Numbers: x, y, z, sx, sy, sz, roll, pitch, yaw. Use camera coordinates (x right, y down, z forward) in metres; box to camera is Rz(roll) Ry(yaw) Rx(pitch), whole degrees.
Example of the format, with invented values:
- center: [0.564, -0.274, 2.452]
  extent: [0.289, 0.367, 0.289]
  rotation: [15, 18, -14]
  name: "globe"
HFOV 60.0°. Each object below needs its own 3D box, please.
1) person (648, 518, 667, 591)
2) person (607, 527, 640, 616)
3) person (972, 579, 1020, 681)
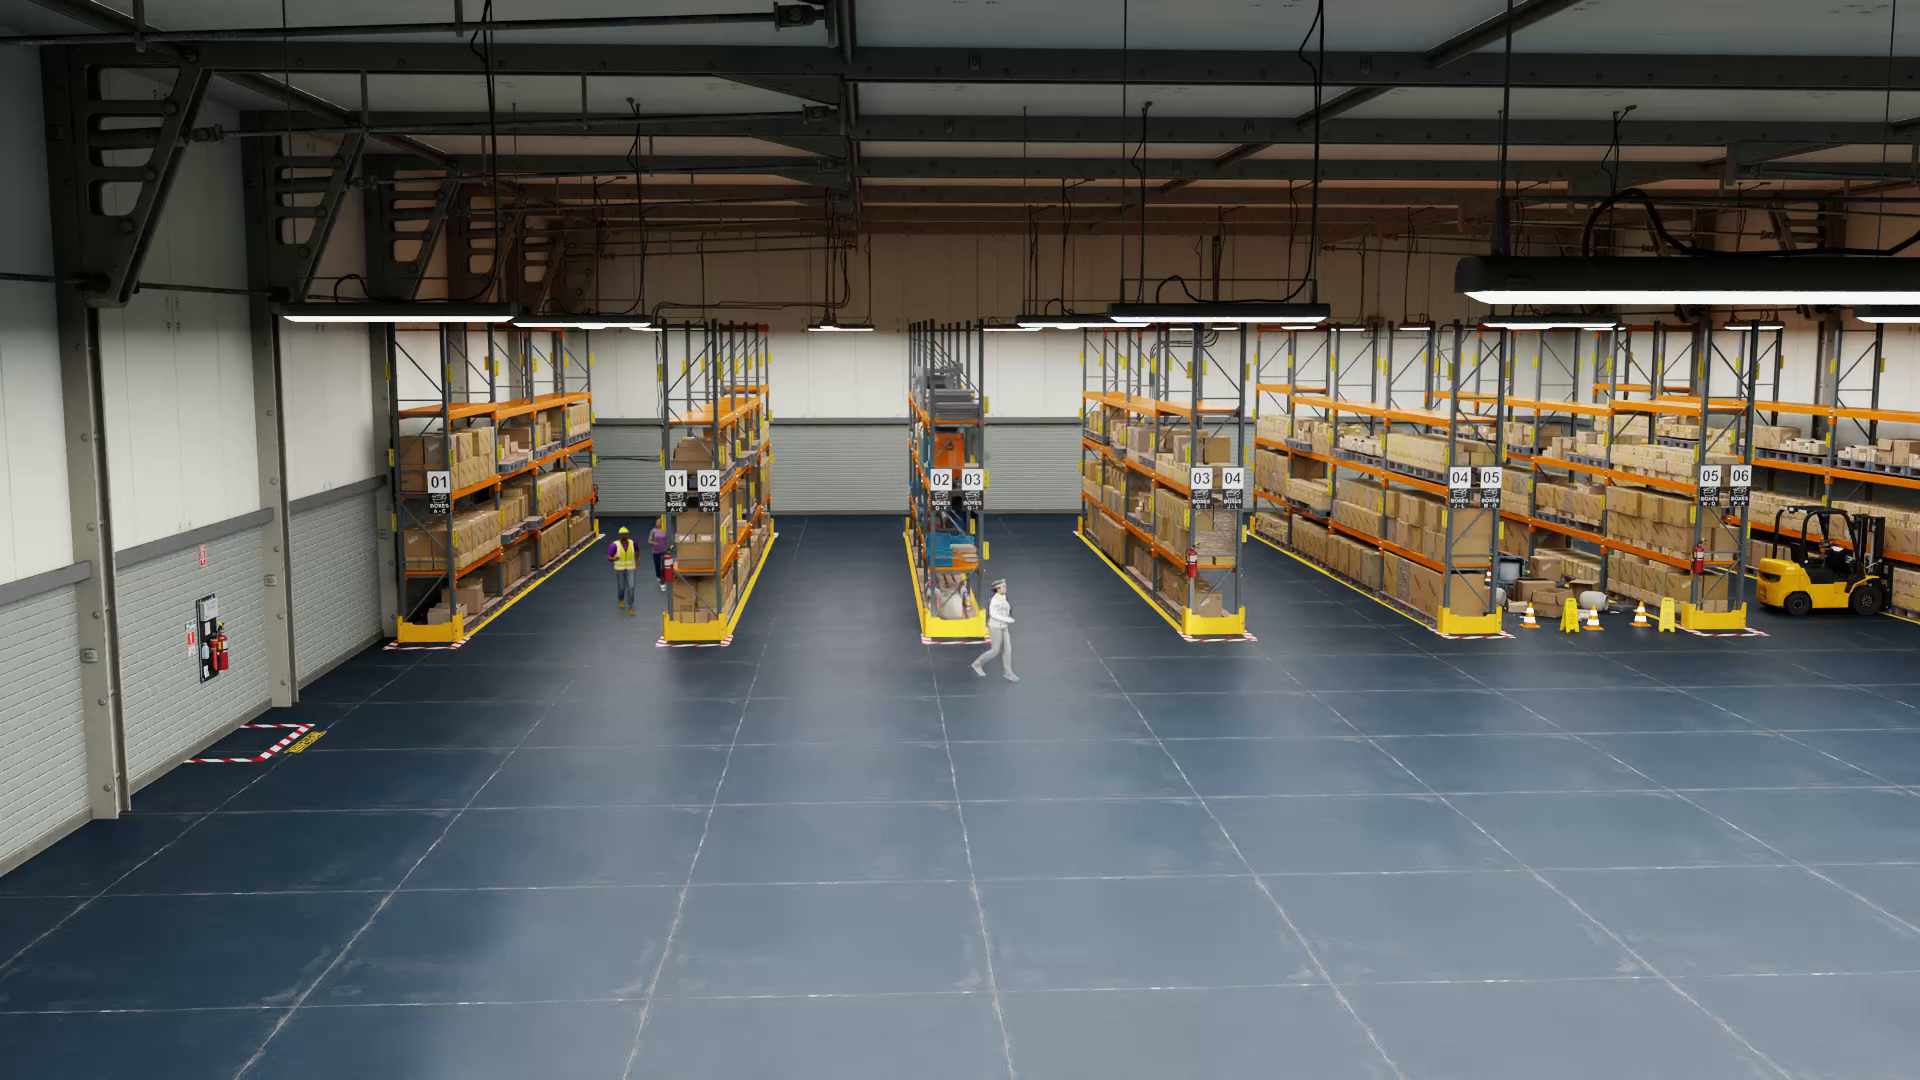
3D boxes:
- center: [-6.749, 0.296, 37.417]
  extent: [0.537, 1.590, 0.878]
  rotation: [-1, 7, -10]
  name: "person"
- center: [-6.868, 0.618, 34.056]
  extent: [0.695, 1.771, 0.962]
  rotation: [-2, 7, -19]
  name: "person"
- center: [0.610, 1.483, 27.616]
  extent: [0.818, 1.715, 0.638]
  rotation: [3, 8, 20]
  name: "person"
